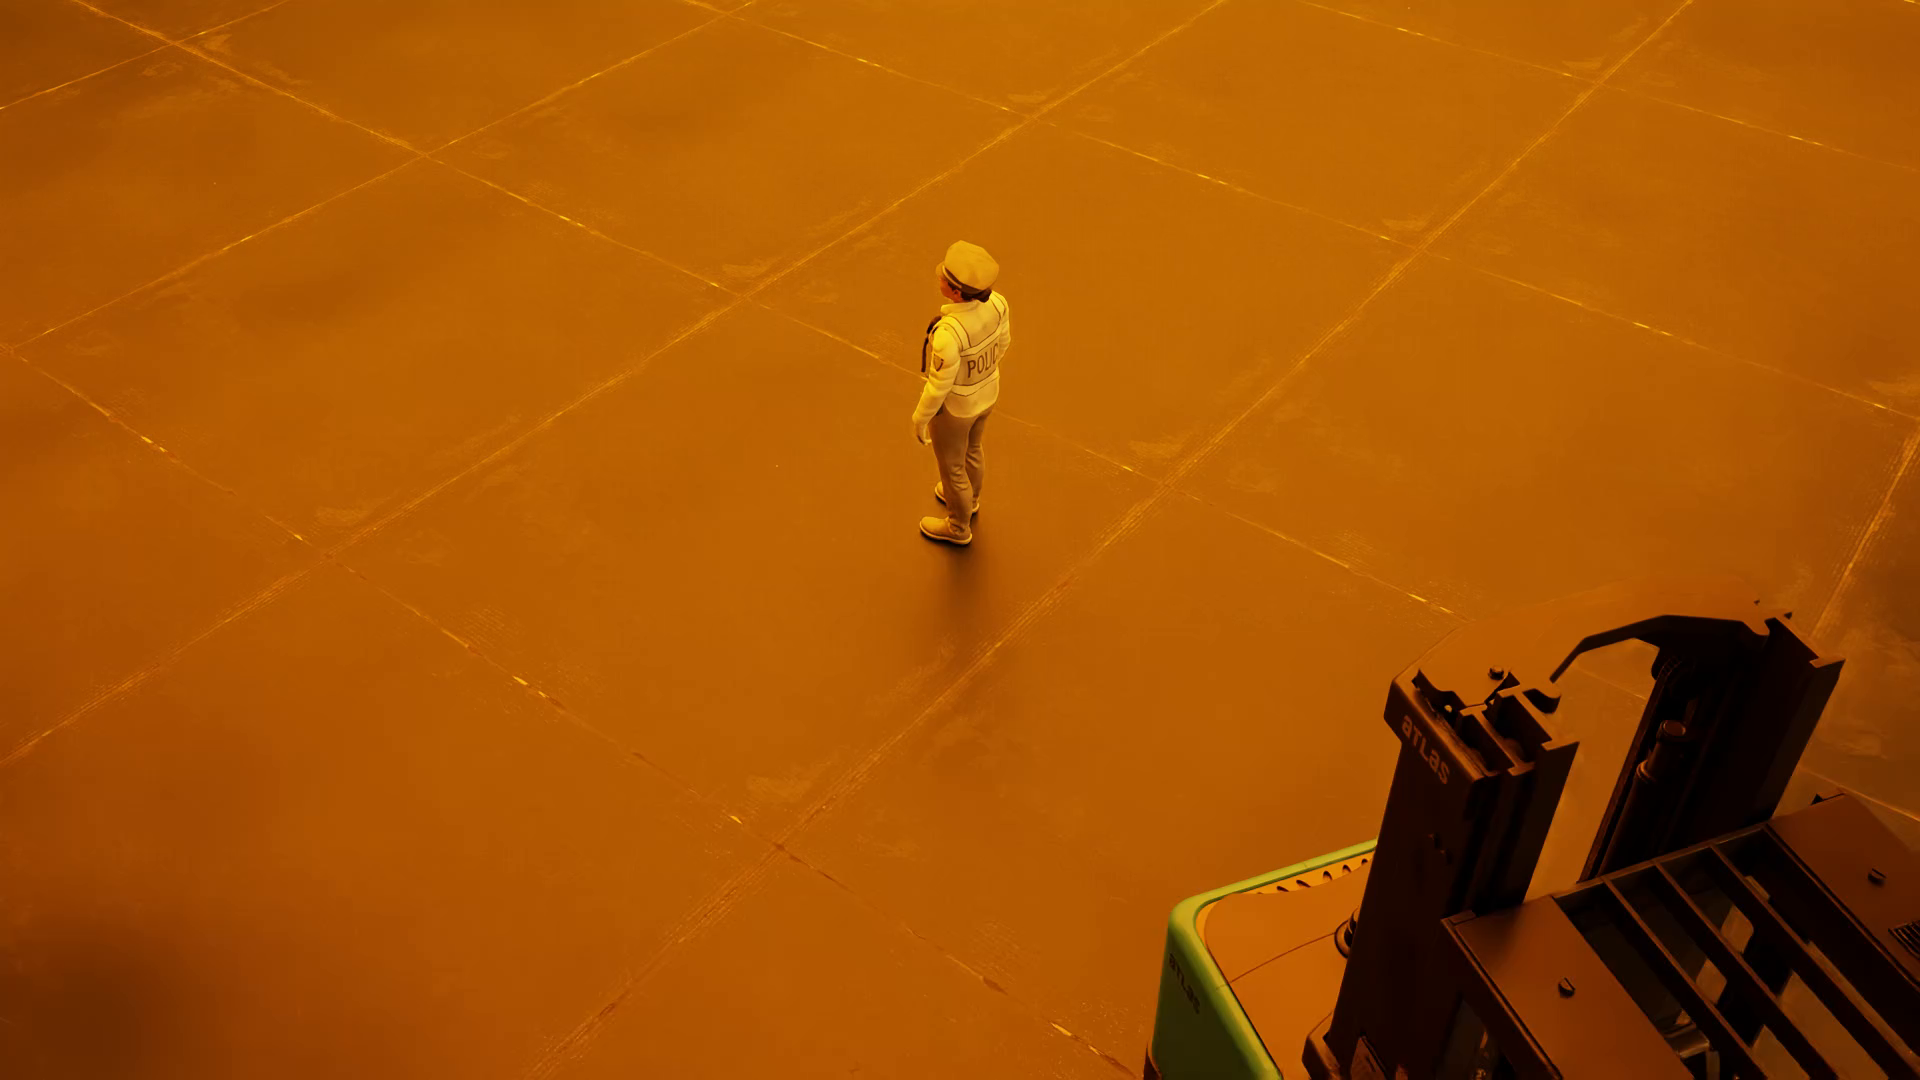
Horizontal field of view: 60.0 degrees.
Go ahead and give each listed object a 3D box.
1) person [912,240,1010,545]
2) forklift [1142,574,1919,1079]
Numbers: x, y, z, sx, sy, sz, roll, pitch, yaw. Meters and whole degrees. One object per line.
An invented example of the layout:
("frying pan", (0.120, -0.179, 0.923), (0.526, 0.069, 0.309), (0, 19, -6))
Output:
("person", (-0.051, -0.681, 7.814), (0.531, 1.695, 0.587), (26, 47, 28))
("forklift", (1.640, 1.654, 4.134), (1.130, 2.935, 3.031), (-14, 42, -15))
